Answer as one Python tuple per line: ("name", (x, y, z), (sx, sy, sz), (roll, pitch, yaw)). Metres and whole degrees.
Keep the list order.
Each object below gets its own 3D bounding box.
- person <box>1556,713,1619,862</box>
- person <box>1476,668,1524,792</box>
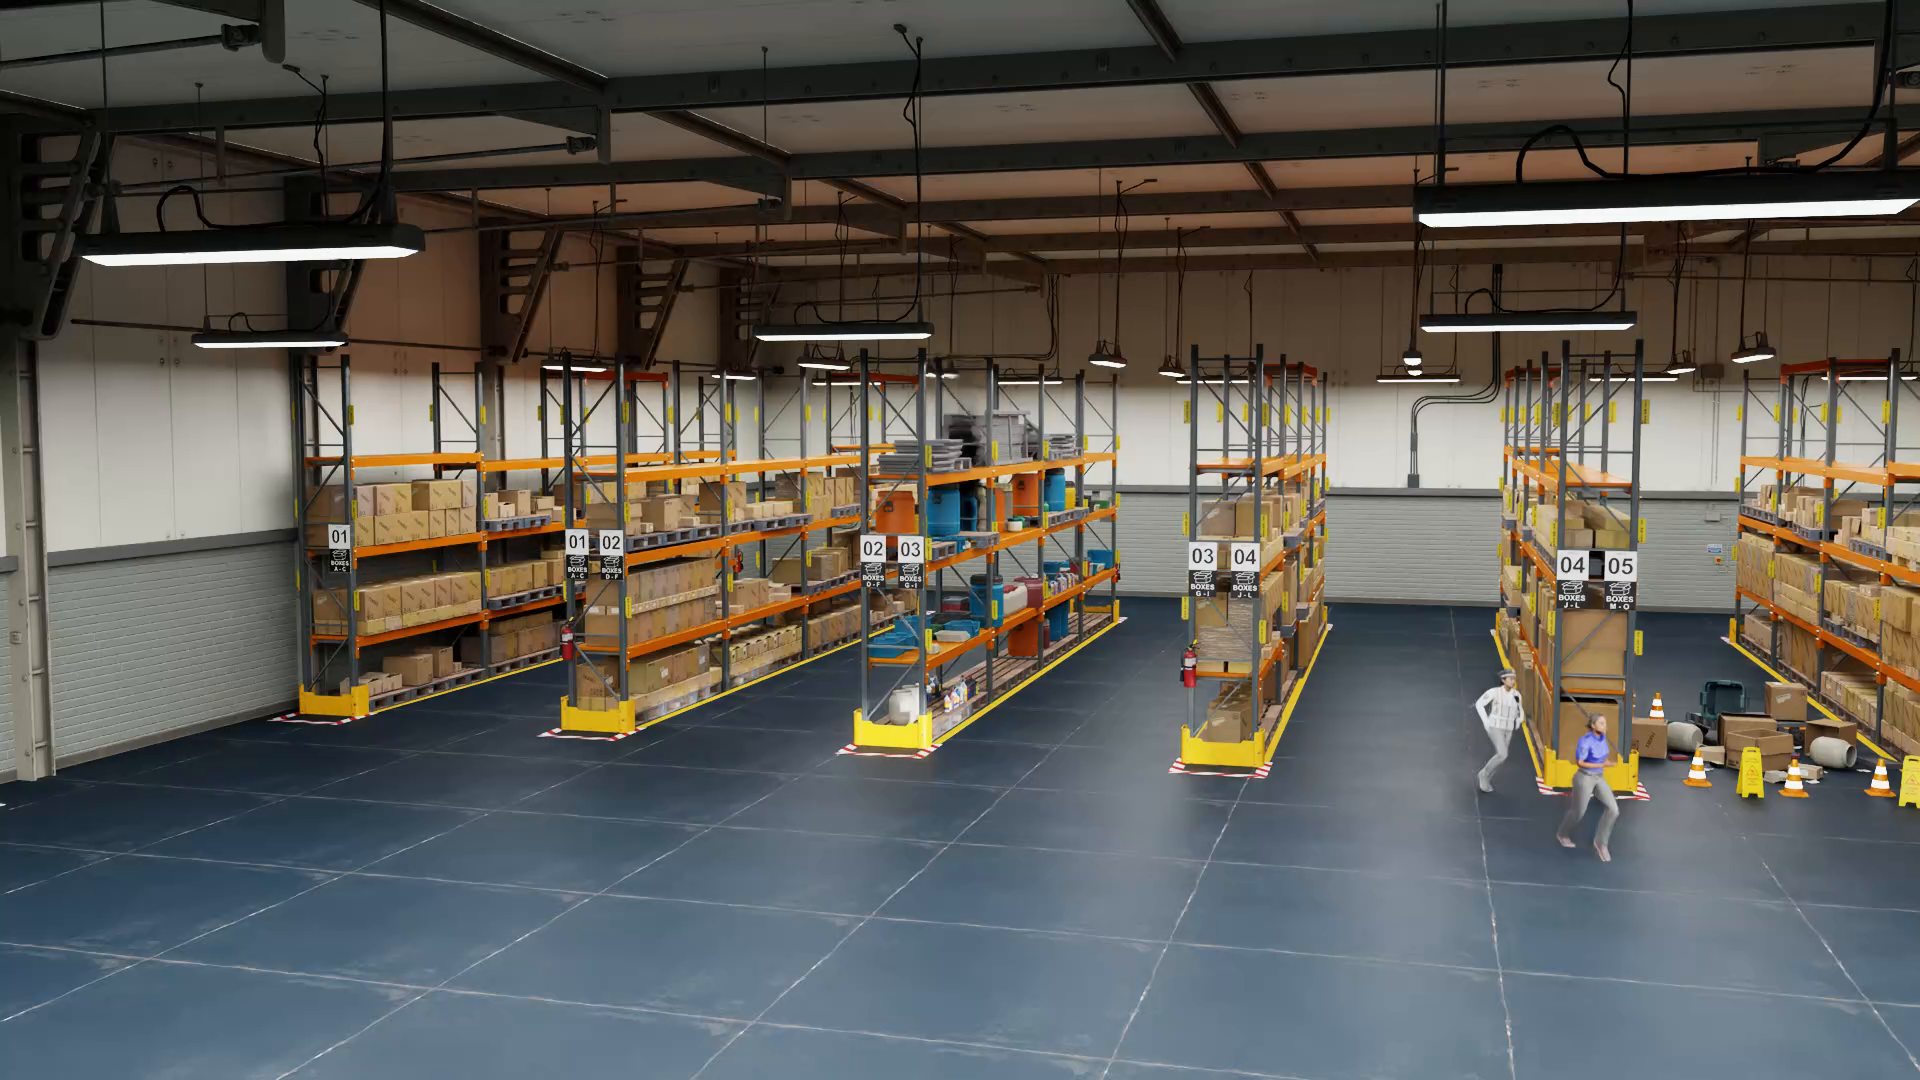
("person", (7.126, 2.775, 18.862), (0.599, 1.684, 0.832), (-2, 5, -29))
("person", (7.217, 2.524, 22.071), (0.607, 1.651, 0.539), (-1, 4, -18))
